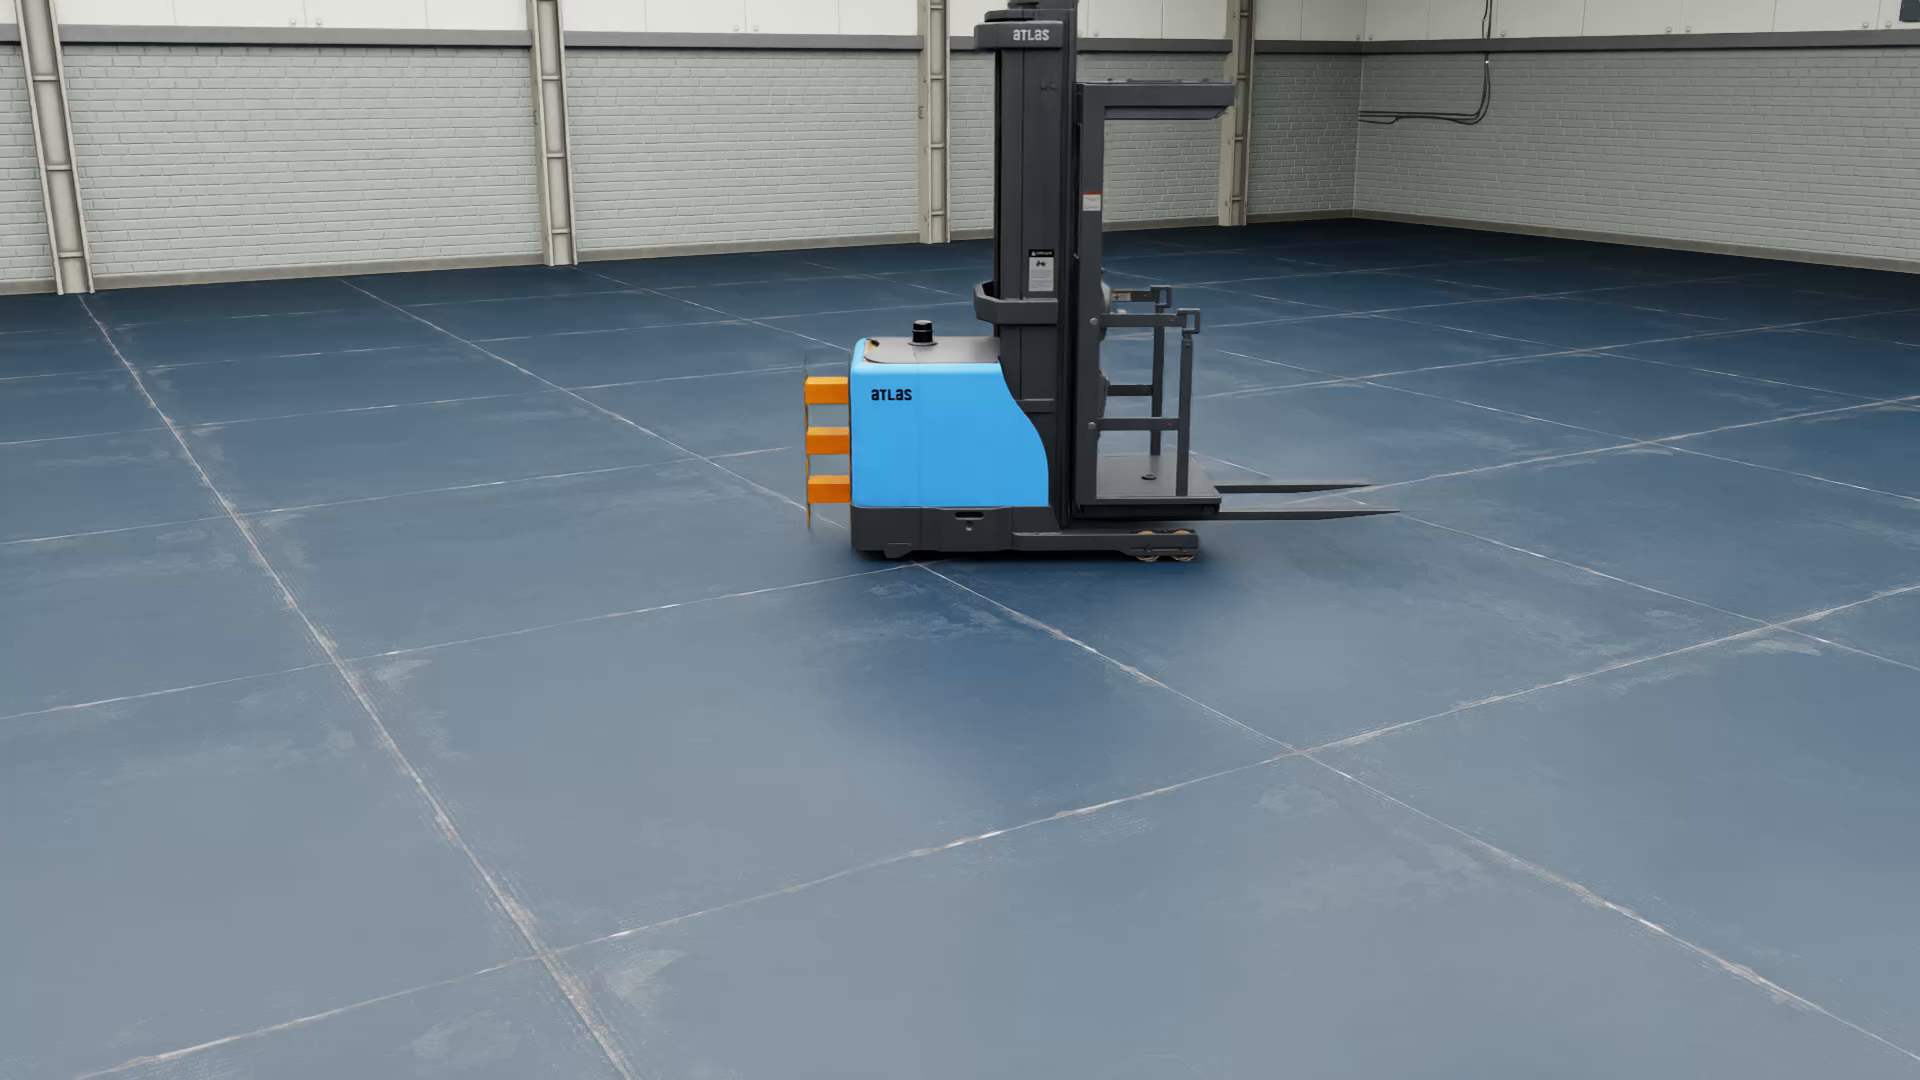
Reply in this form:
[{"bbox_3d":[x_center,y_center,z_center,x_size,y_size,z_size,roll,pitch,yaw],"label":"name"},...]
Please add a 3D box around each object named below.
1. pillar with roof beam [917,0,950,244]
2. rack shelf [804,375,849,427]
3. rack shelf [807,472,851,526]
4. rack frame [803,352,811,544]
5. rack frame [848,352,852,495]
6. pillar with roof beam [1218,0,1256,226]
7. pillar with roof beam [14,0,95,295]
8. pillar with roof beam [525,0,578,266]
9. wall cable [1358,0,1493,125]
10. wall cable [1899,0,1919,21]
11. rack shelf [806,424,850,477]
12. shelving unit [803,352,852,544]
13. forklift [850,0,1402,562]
[{"bbox_3d":[1.818,-8.000,21.276,0.400,9.000,9.100,-9,18,-30],"label":"pillar with roof beam"},{"bbox_3d":[-0.732,-0.774,9.214,0.240,0.259,0.215,0,16,-2],"label":"rack shelf"},{"bbox_3d":[-0.732,-0.233,9.365,0.240,0.259,0.215,0,16,-2],"label":"rack shelf"},{"bbox_3d":[-0.854,-0.510,9.284,0.008,1.050,0.200,0,16,-2],"label":"rack frame"},{"bbox_3d":[-0.611,-0.512,9.291,0.008,1.050,0.200,0,16,-2],"label":"rack frame"},{"bbox_3d":[6.961,-8.834,24.251,0.400,9.000,9.100,-9,18,-30],"label":"pillar with roof beam"},{"bbox_3d":[-8.469,-6.332,15.325,0.400,9.000,9.100,-9,18,-30],"label":"pillar with roof beam"},{"bbox_3d":[-3.325,-7.166,18.301,0.400,9.000,9.100,-9,18,-30],"label":"pillar with roof beam"},{"bbox_3d":[7.950,-8.438,28.593,0.112,2.526,3.097,-9,18,-30],"label":"wall cable"},{"bbox_3d":[12.826,-9.372,19.871,0.169,6.003,2.305,-9,18,-30],"label":"wall cable"},{"bbox_3d":[-0.732,-0.501,9.290,0.240,0.259,0.215,0,16,-2],"label":"rack shelf"},{"bbox_3d":[-0.732,-0.511,9.287,0.252,1.050,0.215,0,16,-2],"label":"shelving unit"},{"bbox_3d":[0.911,-1.436,9.103,3.031,2.935,1.130,0,16,-2],"label":"forklift"}]
